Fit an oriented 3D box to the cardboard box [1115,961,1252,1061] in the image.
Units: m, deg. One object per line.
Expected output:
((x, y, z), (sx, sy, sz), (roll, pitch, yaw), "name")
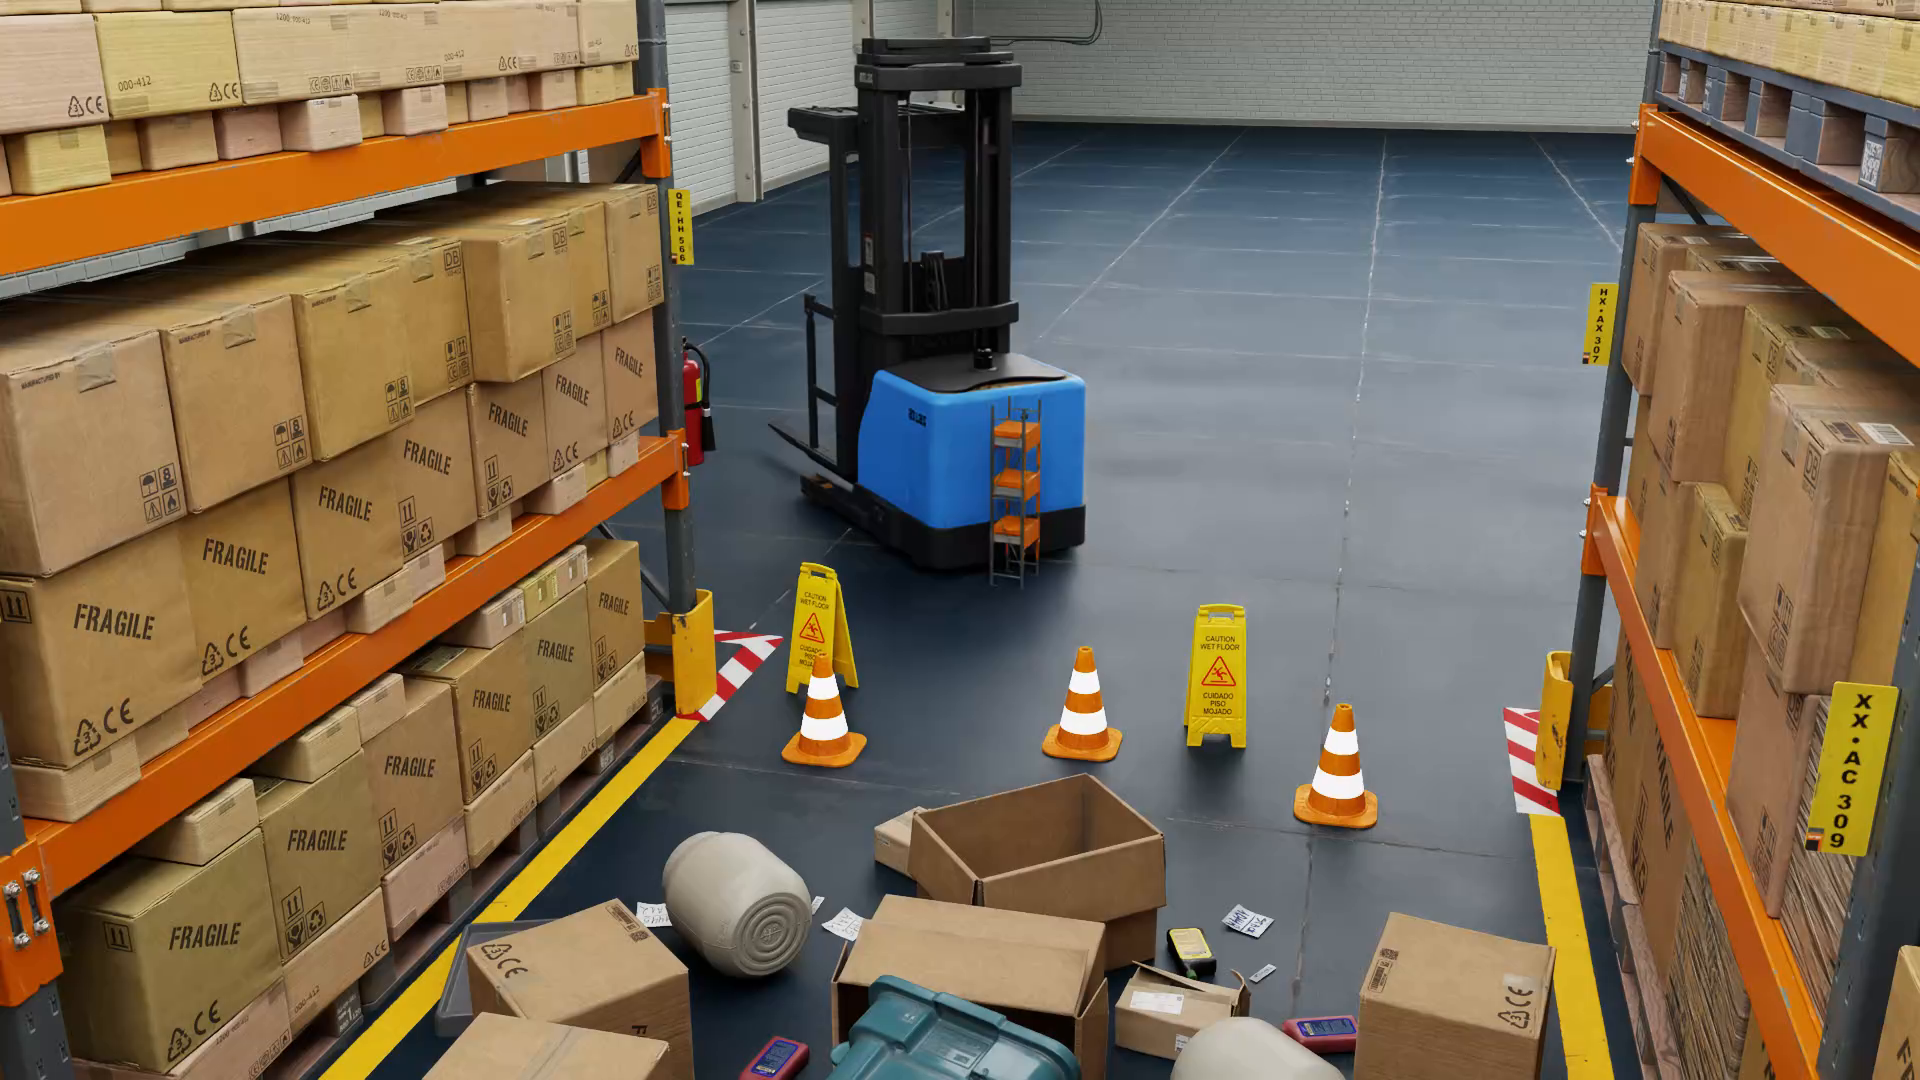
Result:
((0.729, 1.503, 5.377), (0.396, 0.266, 0.258), (8, 21, 23), "cardboard box")

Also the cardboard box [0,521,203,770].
((-2.352, 0.230, 4.259), (0.500, 0.500, 0.500), (5, 19, 13), "cardboard box")

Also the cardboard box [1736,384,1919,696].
((2.240, 0.017, 3.596), (0.875, 0.550, 0.550), (5, 19, 13), "cardboard box")

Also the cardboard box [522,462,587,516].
((-1.708, -0.217, 6.571), (0.380, 0.149, 0.250), (5, 19, 14), "cardboard box")

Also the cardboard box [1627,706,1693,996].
((2.757, 0.940, 5.433), (0.875, 0.875, 0.875), (4, 19, 13), "cardboard box")

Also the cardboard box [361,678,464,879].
((-2.076, 0.787, 5.688), (0.500, 0.500, 0.500), (6, 20, 16), "cardboard box")

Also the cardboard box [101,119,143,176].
((-2.344, -1.009, 4.249), (0.380, 0.149, 0.250), (5, 19, 13), "cardboard box")

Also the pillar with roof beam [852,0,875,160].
((2.427, -10.985, 28.427), (9.100, 9.000, 0.400), (5, 19, 13), "pillar with roof beam")

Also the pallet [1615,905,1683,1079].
((2.652, 1.597, 5.186), (1.003, 0.211, 1.213), (5, 19, 13), "pallet")

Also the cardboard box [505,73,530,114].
((-1.822, -1.651, 6.129), (0.380, 0.149, 0.250), (5, 19, 14), "cardboard box")

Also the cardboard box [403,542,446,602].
((-1.986, 0.098, 5.649), (0.380, 0.149, 0.250), (5, 19, 13), "cardboard box")

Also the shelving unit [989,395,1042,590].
((0.311, -0.264, 9.335), (0.215, 1.050, 0.252), (8, 20, 22), "shelving unit")

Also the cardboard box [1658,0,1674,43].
((2.677, -1.825, 5.834), (0.380, 0.149, 0.250), (5, 19, 14), "cardboard box")

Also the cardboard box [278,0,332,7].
((-2.071, -1.630, 4.832), (0.380, 0.149, 0.250), (4, 19, 13), "cardboard box")

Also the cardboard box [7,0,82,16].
((-2.301, -1.301, 3.870), (0.380, 0.149, 0.250), (5, 20, 15), "cardboard box")

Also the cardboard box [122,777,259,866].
((-2.235, 0.776, 4.714), (0.380, 0.149, 0.250), (5, 19, 14), "cardboard box")

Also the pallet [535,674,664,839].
((-2.004, 0.875, 7.298), (1.003, 0.211, 1.213), (5, 19, 13), "pallet")

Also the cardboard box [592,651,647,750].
((-1.695, 0.665, 7.205), (0.500, 0.250, 0.500), (5, 19, 13), "cardboard box")

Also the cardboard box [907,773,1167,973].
((0.273, 1.212, 5.861), (0.797, 0.503, 0.637), (-9, 21, -24), "cardboard box")

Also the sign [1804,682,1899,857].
((1.556, 0.403, 2.906), (0.100, 0.325, 0.005), (5, 19, 13), "sign")

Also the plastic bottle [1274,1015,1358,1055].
((1.155, 1.607, 5.388), (0.283, 0.061, 0.133), (-2, 19, -6), "plastic bottle")

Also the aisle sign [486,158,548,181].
((-2.038, -1.994, 7.363), (0.394, 0.787, 0.004), (5, 19, 13), "aisle sign")

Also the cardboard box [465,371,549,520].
((-1.871, -0.403, 6.112), (0.500, 0.500, 0.500), (5, 19, 13), "cardboard box")

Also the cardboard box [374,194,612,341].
((-1.797, -1.046, 6.447), (0.700, 0.500, 0.500), (5, 19, 14), "cardboard box")

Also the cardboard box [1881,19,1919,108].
((1.935, -0.872, 3.043), (0.380, 0.149, 0.250), (5, 19, 14), "cardboard box")

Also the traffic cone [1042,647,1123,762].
((0.553, 0.698, 7.427), (0.336, 0.463, 0.334), (5, 19, 13), "traffic cone")

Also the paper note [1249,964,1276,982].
((1.051, 1.503, 5.771), (0.032, 0.001, 0.123), (17, 25, 41), "paper note")

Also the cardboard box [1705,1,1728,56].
((2.431, -1.509, 4.907), (0.380, 0.149, 0.250), (5, 19, 14), "cardboard box")

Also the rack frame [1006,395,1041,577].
((0.359, -0.300, 9.441), (0.200, 1.050, 0.008), (8, 20, 22), "rack frame")

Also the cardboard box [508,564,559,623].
((-1.785, 0.191, 6.427), (0.380, 0.149, 0.250), (5, 19, 14), "cardboard box")

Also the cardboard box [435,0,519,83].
((-1.863, -1.707, 5.676), (0.500, 0.250, 0.500), (5, 20, 15), "cardboard box")

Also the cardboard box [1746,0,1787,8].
((2.336, -1.490, 4.237), (0.500, 0.250, 0.500), (5, 19, 13), "cardboard box")

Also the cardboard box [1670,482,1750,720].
((2.564, 0.197, 4.737), (0.875, 0.550, 0.500), (5, 19, 13), "cardboard box")

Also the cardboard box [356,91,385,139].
((-2.038, -1.329, 5.186), (0.380, 0.149, 0.250), (5, 19, 14), "cardboard box")

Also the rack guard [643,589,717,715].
((-1.771, 0.487, 7.989), (1.175, 0.500, 0.348), (5, 19, 13), "rack guard")

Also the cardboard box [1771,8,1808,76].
((2.183, -1.192, 3.981), (0.380, 0.149, 0.250), (4, 19, 13), "cardboard box")

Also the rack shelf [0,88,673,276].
((-2.241, -1.172, 5.451), (1.077, 0.370, 4.000), (5, 19, 13), "rack shelf")

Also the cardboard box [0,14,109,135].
((-2.357, -1.072, 3.816), (0.500, 0.250, 0.500), (4, 19, 12), "cardboard box")

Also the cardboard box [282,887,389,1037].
((-2.204, 1.304, 5.332), (0.500, 0.250, 0.500), (6, 20, 16), "cardboard box")

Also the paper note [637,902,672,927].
((-1.119, 1.374, 6.119), (0.142, 0.019, 0.148), (-2, 19, -6), "paper note")

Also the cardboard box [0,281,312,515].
((-2.266, -0.407, 4.575), (0.700, 0.500, 0.500), (5, 19, 14), "cardboard box")

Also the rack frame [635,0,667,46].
((-1.753, -3.559, 6.685), (1.000, 3.000, 0.127), (5, 19, 13), "rack frame")

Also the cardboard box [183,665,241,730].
((-2.295, 0.410, 4.734), (0.380, 0.149, 0.250), (5, 19, 13), "cardboard box")

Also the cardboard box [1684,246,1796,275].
((2.899, -0.650, 5.546), (0.875, 0.550, 0.550), (5, 19, 13), "cardboard box")

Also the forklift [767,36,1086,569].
((-0.390, -1.651, 10.488), (1.130, 2.935, 3.031), (-10, 21, -26), "forklift")
